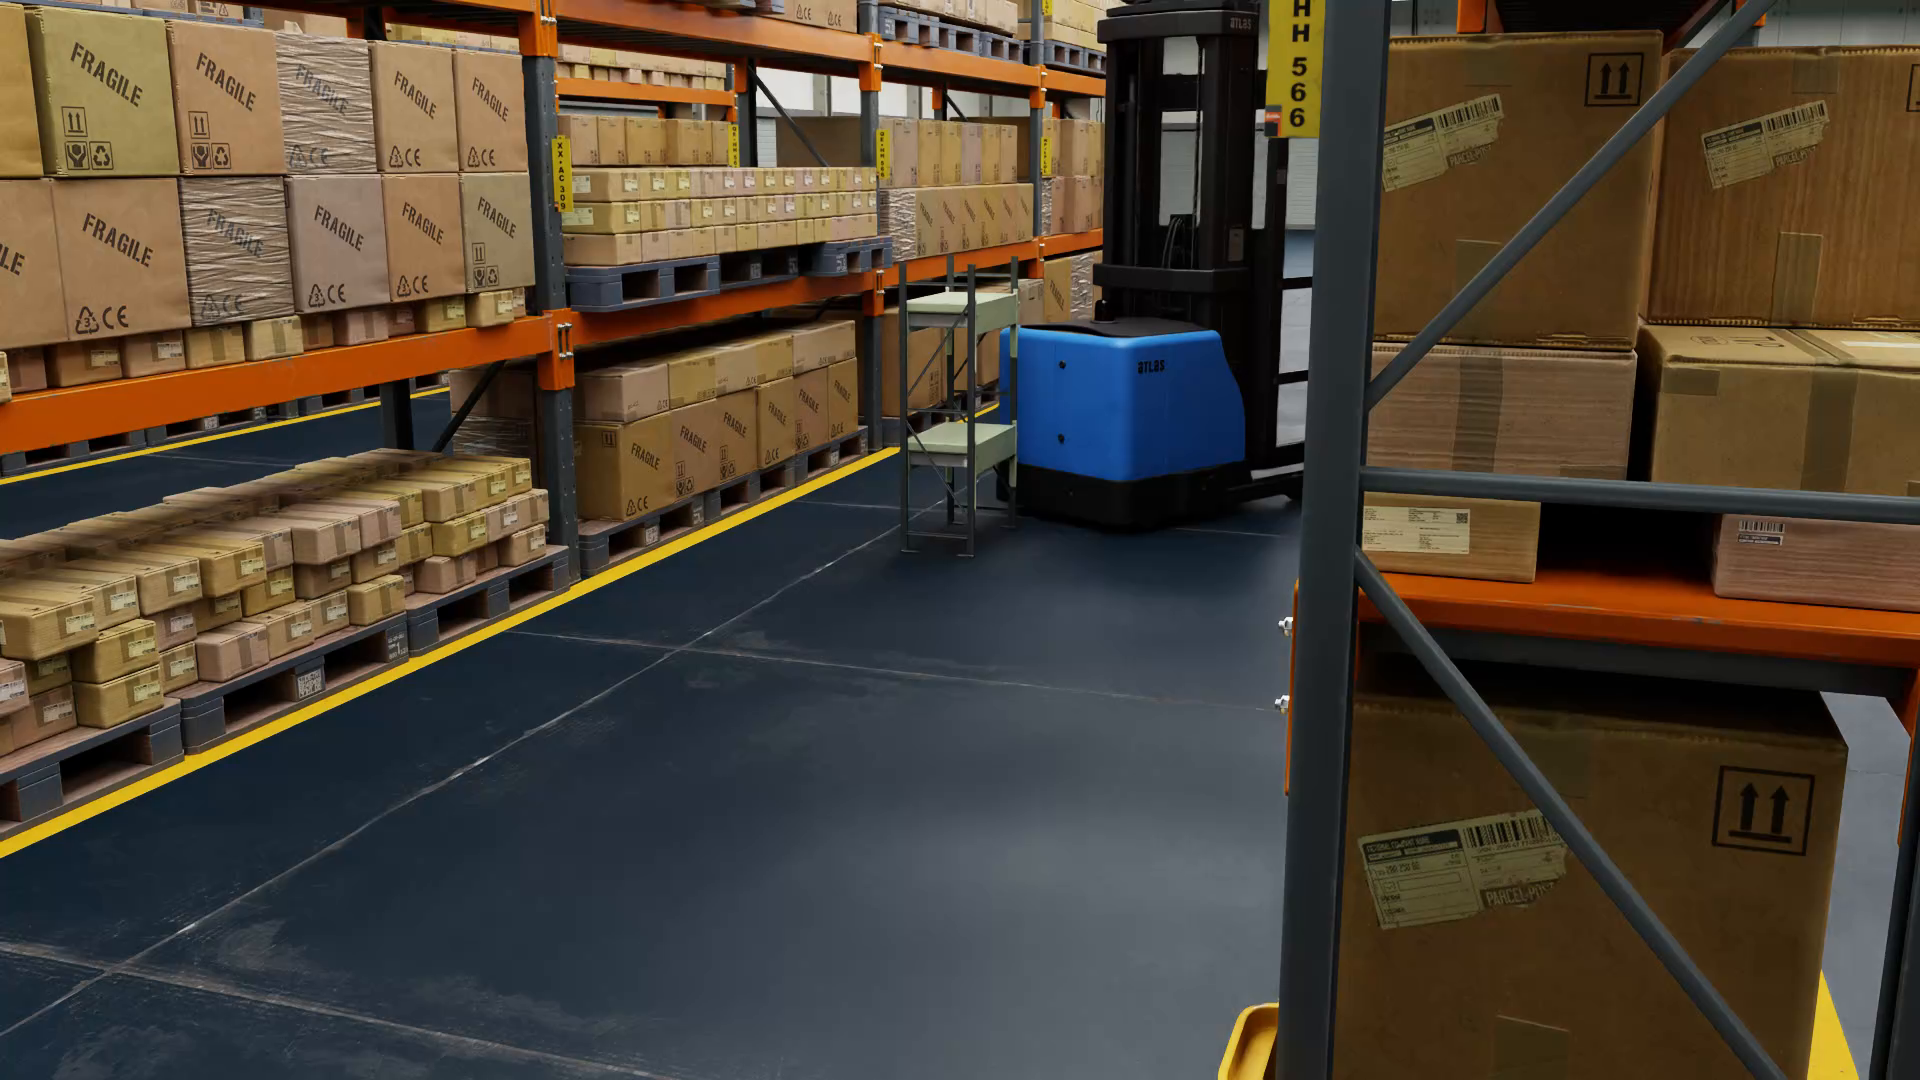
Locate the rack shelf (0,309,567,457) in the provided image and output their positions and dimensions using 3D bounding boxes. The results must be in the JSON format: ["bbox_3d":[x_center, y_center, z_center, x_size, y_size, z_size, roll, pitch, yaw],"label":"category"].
[{"bbox_3d":[-2.982,-0.509,6.094,1.077,0.370,4.000,4,14,18],"label":"rack shelf"}]

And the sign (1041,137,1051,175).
[{"bbox_3d":[0.770,-3.454,14.956,0.100,0.325,0.005,4,14,18],"label":"sign"}]

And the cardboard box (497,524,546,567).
[{"bbox_3d":[-2.140,0.011,7.660,0.380,0.149,0.250,5,14,19],"label":"cardboard box"}]

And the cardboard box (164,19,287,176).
[{"bbox_3d":[-2.725,-1.517,5.755,0.500,0.500,0.500,4,13,17],"label":"cardboard box"}]

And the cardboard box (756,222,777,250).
[{"bbox_3d":[-1.271,-1.741,9.496,0.380,0.149,0.250,4,13,16],"label":"cardboard box"}]

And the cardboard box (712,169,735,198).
[{"bbox_3d":[-1.438,-1.922,8.952,0.380,0.149,0.250,4,14,18],"label":"cardboard box"}]

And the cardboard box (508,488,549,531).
[{"bbox_3d":[-2.136,-0.151,7.705,0.380,0.149,0.250,5,14,20],"label":"cardboard box"}]

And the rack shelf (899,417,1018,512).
[{"bbox_3d":[0.002,-0.415,8.900,0.431,0.370,0.720,4,14,18],"label":"rack shelf"}]

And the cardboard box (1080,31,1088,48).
[{"bbox_3d":[1.020,-4.825,16.043,0.380,0.149,0.250,4,13,17],"label":"cardboard box"}]

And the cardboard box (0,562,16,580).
[{"bbox_3d":[-3.455,0.164,5.653,0.380,0.149,0.250,4,13,16],"label":"cardboard box"}]

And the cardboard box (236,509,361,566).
[{"bbox_3d":[-2.557,-0.012,6.426,0.380,0.149,0.250,4,13,16],"label":"cardboard box"}]

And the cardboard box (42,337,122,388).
[{"bbox_3d":[-2.969,-0.590,5.396,0.380,0.149,0.250,4,14,18],"label":"cardboard box"}]

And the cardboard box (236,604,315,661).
[{"bbox_3d":[-2.669,0.333,6.253,0.380,0.149,0.250,4,14,18],"label":"cardboard box"}]

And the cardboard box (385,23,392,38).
[{"bbox_3d":[-5.291,-4.294,14.088,0.797,0.503,0.637,4,14,18],"label":"cardboard box"}]

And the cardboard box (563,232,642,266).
[{"bbox_3d":[-1.773,-1.413,8.058,0.380,0.149,0.250,4,13,16],"label":"cardboard box"}]

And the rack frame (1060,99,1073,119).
[{"bbox_3d":[1.547,-3.807,18.928,1.000,3.000,0.127,4,14,18],"label":"rack frame"}]

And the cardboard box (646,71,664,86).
[{"bbox_3d":[-3.475,-5.061,18.242,0.380,0.149,0.250,4,14,18],"label":"cardboard box"}]

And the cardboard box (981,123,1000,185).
[{"bbox_3d":[-0.067,-3.288,14.181,0.700,0.500,0.500,4,13,17],"label":"cardboard box"}]

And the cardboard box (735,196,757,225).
[{"bbox_3d":[-1.353,-1.835,9.237,0.380,0.149,0.250,4,13,17],"label":"cardboard box"}]

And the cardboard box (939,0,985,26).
[{"bbox_3d":[-0.106,-4.253,13.170,0.500,0.311,0.500,4,13,16],"label":"cardboard box"}]

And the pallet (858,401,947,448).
[{"bbox_3d":[-0.715,-0.924,12.562,1.003,0.211,1.213,4,14,18],"label":"pallet"}]

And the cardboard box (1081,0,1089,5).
[{"bbox_3d":[1.021,-5.214,15.956,0.380,0.149,0.250,5,14,19],"label":"cardboard box"}]

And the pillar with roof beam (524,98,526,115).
[{"bbox_3d":[-2.930,-8.296,25.110,9.100,9.000,0.400,4,14,18],"label":"pillar with roof beam"}]

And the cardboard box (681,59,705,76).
[{"bbox_3d":[-3.256,-5.445,19.030,0.500,0.250,0.500,4,14,18],"label":"cardboard box"}]

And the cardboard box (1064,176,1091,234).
[{"bbox_3d":[0.804,-3.340,16.541,0.875,0.550,0.550,4,14,18],"label":"cardboard box"}]

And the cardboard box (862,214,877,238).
[{"bbox_3d":[-0.766,-2.068,10.930,0.380,0.149,0.250,5,14,19],"label":"cardboard box"}]

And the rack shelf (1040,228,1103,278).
[{"bbox_3d":[0.900,-3.036,17.163,1.077,0.370,4.000,4,14,18],"label":"rack shelf"}]

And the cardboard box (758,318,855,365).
[{"bbox_3d":[-1.014,-1.312,10.983,0.500,0.250,0.500,4,13,17],"label":"cardboard box"}]

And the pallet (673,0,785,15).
[{"bbox_3d":[-1.702,-2.993,9.039,1.213,0.211,1.003,4,14,18],"label":"pallet"}]

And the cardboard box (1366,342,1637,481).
[{"bbox_3d":[0.937,-0.253,3.025,0.500,0.250,0.500,4,13,17],"label":"cardboard box"}]

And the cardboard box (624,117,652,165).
[{"bbox_3d":[-3.742,-4.268,17.808,0.700,0.500,0.500,4,13,17],"label":"cardboard box"}]

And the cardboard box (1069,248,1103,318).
[{"bbox_3d":[1.108,-2.643,17.659,0.875,0.875,0.875,4,13,18],"label":"cardboard box"}]

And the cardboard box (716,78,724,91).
[{"bbox_3d":[-3.020,-5.387,19.673,0.380,0.149,0.250,4,14,19],"label":"cardboard box"}]

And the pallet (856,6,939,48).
[{"bbox_3d":[-0.883,-3.633,11.846,1.213,0.211,1.003,5,14,21],"label":"pallet"}]

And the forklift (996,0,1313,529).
[{"bbox_3d":[1.643,-1.742,10.035,3.031,2.935,1.130,-11,17,-41],"label":"forklift"}]

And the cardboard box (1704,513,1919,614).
[{"bbox_3d":[1.458,0.011,2.762,0.380,0.149,0.250,5,14,19],"label":"cardboard box"}]

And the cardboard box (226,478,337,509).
[{"bbox_3d":[-2.886,-0.161,7.078,0.380,0.149,0.250,4,13,17],"label":"cardboard box"}]

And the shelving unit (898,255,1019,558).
[{"bbox_3d":[0.002,-0.733,8.827,0.431,1.500,0.755,4,14,18],"label":"shelving unit"}]

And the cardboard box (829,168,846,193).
[{"bbox_3d":[-0.934,-2.251,10.394,0.380,0.149,0.250,5,14,20],"label":"cardboard box"}]

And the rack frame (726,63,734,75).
[{"bbox_3d":[-3.169,-7.067,19.729,1.000,3.000,0.127,4,14,18],"label":"rack frame"}]

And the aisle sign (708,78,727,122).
[{"bbox_3d":[-2.875,-5.402,20.073,0.394,0.787,0.004,4,14,18],"label":"aisle sign"}]

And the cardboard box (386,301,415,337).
[{"bbox_3d":[-2.478,-0.918,6.833,0.380,0.149,0.250,4,13,17],"label":"cardboard box"}]

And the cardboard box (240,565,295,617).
[{"bbox_3d":[-2.753,0.173,6.283,0.380,0.149,0.250,5,14,21],"label":"cardboard box"}]

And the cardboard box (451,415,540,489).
[{"bbox_3d":[-2.334,-0.441,8.852,0.500,0.500,0.500,4,13,17],"label":"cardboard box"}]

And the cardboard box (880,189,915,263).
[{"bbox_3d":[-0.640,-2.247,11.866,0.500,0.500,0.500,5,14,19],"label":"cardboard box"}]

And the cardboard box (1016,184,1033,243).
[{"bbox_3d":[0.337,-2.885,14.662,0.500,0.500,0.500,4,14,18],"label":"cardboard box"}]

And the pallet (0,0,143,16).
[{"bbox_3d":[-6.275,-3.453,11.061,1.003,0.211,1.213,5,14,21],"label":"pallet"}]

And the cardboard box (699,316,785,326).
[{"bbox_3d":[-1.493,-1.347,11.137,0.500,0.250,0.500,4,13,16],"label":"cardboard box"}]

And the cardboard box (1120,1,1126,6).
[{"bbox_3d":[1.512,-5.533,17.353,0.380,0.149,0.250,5,14,19],"label":"cardboard box"}]

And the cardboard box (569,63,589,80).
[{"bbox_3d":[-3.990,-4.739,16.834,0.380,0.149,0.250,4,14,18],"label":"cardboard box"}]

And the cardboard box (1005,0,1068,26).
[{"bbox_3d":[0.676,-4.836,15.193,0.500,0.250,0.500,4,14,19],"label":"cardboard box"}]

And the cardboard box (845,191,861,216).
[{"bbox_3d":[-0.855,-2.157,10.650,0.380,0.149,0.250,5,14,21],"label":"cardboard box"}]

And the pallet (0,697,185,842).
[{"bbox_3d":[-3.309,0.736,5.287,1.003,0.211,1.213,4,14,18],"label":"pallet"}]

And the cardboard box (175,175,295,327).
[{"bbox_3d":[-2.744,-1.032,5.873,0.500,0.500,0.500,4,13,17],"label":"cardboard box"}]

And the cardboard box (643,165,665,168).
[{"bbox_3d":[-3.598,-3.887,18.382,0.500,0.500,0.500,5,14,19],"label":"cardboard box"}]

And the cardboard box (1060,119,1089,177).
[{"bbox_3d":[0.778,-3.868,16.430,0.875,0.550,0.550,4,14,18],"label":"cardboard box"}]

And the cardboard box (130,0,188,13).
[{"bbox_3d":[-5.898,-3.952,11.652,0.700,0.500,0.500,4,13,16],"label":"cardboard box"}]

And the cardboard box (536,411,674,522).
[{"bbox_3d":[-1.845,-0.403,8.688,0.500,0.500,0.500,5,14,21],"label":"cardboard box"}]
